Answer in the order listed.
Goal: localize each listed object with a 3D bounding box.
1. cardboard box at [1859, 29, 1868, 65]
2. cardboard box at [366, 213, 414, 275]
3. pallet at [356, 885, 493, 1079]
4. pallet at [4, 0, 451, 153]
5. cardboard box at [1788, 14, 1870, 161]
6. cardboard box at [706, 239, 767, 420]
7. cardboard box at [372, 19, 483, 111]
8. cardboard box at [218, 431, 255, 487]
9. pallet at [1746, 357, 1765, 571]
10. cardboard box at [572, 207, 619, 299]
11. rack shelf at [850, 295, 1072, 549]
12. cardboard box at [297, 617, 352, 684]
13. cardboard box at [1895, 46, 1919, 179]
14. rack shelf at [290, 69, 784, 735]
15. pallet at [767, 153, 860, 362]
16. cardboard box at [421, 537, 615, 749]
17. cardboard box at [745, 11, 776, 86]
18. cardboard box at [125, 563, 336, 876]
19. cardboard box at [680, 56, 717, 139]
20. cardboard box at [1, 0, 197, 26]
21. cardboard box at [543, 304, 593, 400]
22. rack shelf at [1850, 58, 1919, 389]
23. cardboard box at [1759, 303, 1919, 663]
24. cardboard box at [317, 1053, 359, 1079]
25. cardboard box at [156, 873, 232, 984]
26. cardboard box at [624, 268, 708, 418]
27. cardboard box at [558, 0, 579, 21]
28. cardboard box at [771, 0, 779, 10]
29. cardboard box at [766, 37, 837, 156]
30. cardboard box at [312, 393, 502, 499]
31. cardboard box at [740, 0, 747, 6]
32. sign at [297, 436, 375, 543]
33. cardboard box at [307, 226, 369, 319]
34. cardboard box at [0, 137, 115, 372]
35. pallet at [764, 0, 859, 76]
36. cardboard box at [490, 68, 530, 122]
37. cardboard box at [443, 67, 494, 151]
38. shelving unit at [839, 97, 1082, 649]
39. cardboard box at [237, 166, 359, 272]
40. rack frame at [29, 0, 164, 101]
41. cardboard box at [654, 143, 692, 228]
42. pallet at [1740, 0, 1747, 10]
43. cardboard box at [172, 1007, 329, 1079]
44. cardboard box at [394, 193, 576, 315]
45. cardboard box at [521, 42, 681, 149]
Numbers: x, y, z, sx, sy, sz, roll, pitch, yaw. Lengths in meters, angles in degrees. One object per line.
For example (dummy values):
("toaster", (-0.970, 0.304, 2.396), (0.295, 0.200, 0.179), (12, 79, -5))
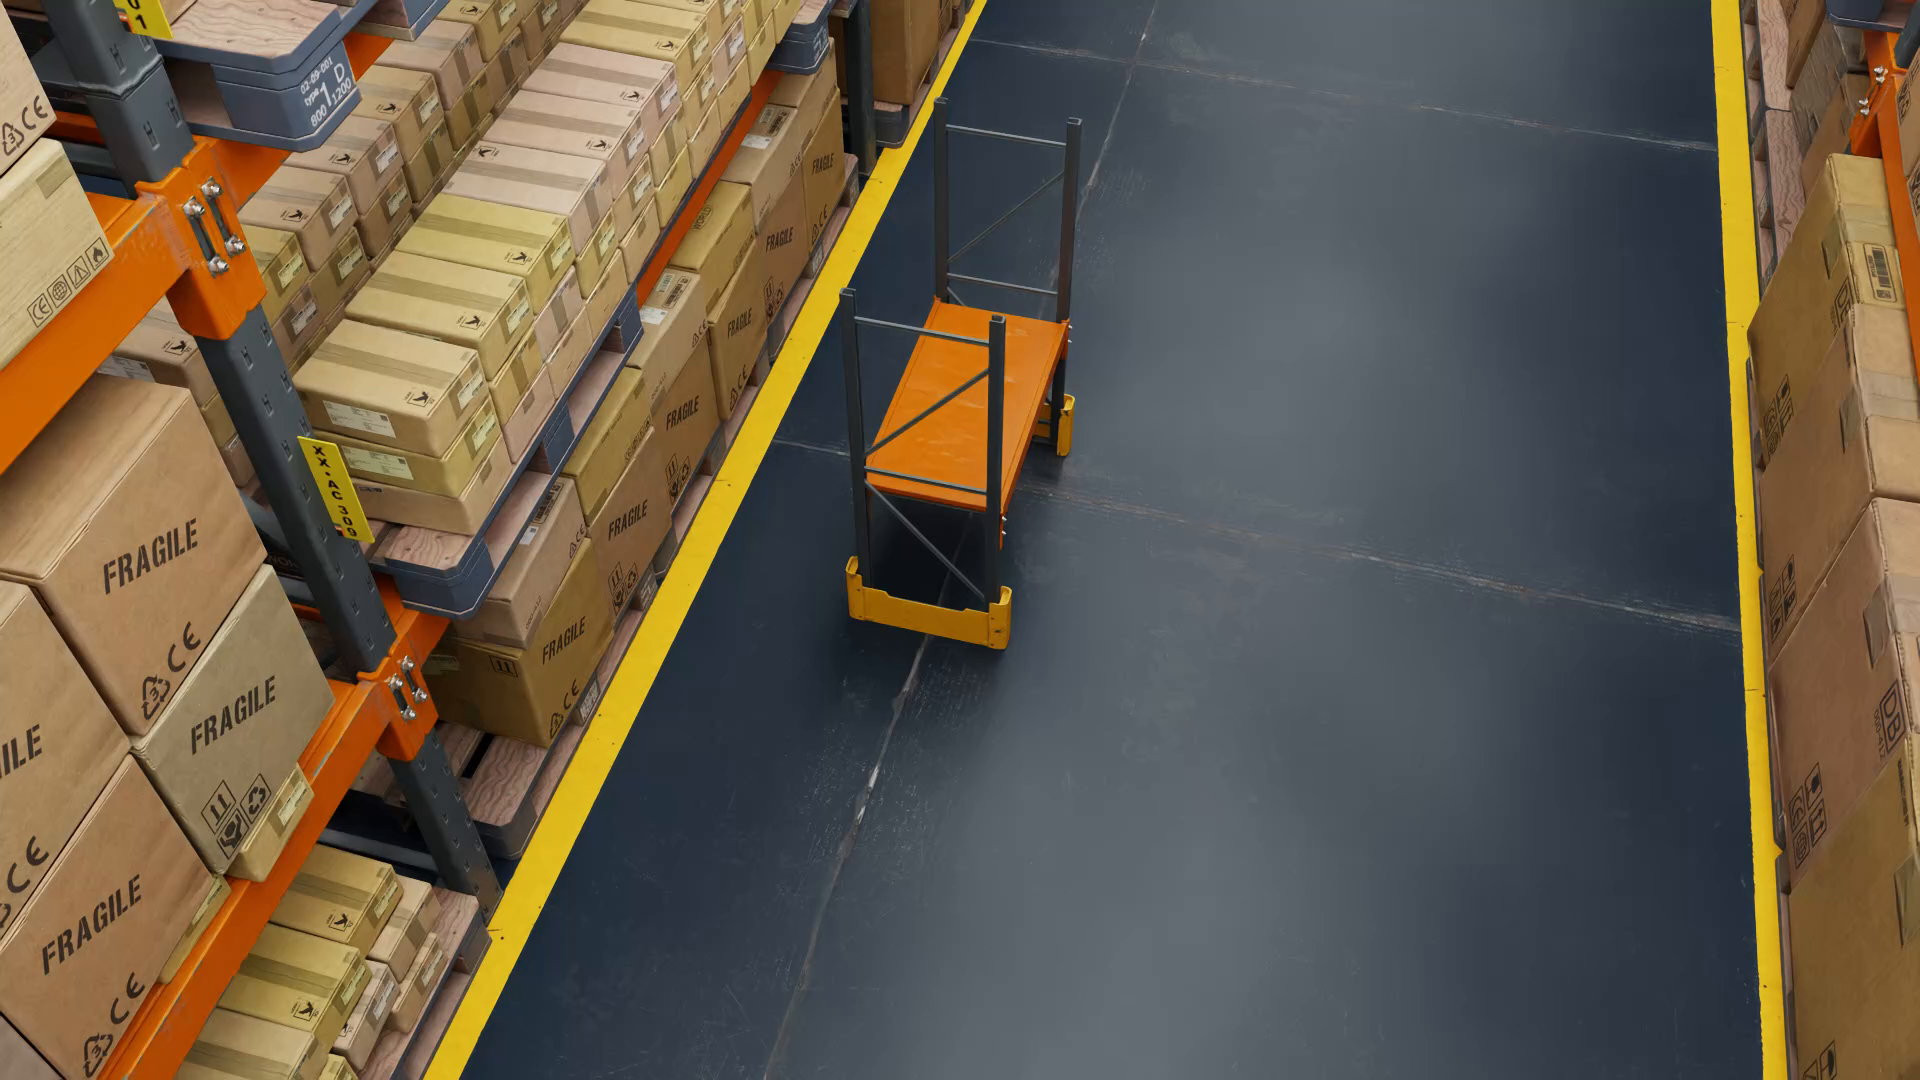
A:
("cardboard box", (4.149, -2.210, 7.073), (0.500, 0.250, 0.500), (17, 51, 14))
("cardboard box", (-1.825, -0.857, 4.893), (0.380, 0.149, 0.250), (9, 49, 8))
("pallet", (-2.083, 1.490, 4.794), (1.003, 0.211, 1.213), (12, 50, 10))
("pallet", (-1.675, -1.282, 3.505), (1.213, 0.211, 1.003), (12, 50, 10))
("cardboard box", (4.162, -1.978, 7.369), (0.700, 0.500, 0.500), (8, 49, 7))
("cardboard box", (-1.072, -0.843, 6.380), (0.500, 0.500, 0.500), (10, 49, 8))
("cardboard box", (-1.679, -1.450, 5.020), (0.380, 0.149, 0.250), (10, 49, 8))
("cardboard box", (-2.026, -0.308, 4.409), (0.380, 0.149, 0.250), (11, 49, 9))
("pallet", (3.591, -0.289, 6.364), (1.003, 0.211, 1.213), (12, 50, 10))
("cardboard box", (-1.191, -0.837, 4.677), (0.380, 0.149, 0.250), (10, 49, 8))
("rack shelf", (0.022, -0.439, 5.877), (0.538, 0.185, 1.000), (12, 50, 10))
("cardboard box", (-1.988, 0.177, 5.480), (0.500, 0.500, 0.500), (11, 49, 9))
("cardboard box", (3.481, -1.502, 5.509), (0.500, 0.500, 0.500), (13, 50, 11))
("rack shelf", (-1.414, -1.134, 5.730), (1.077, 0.370, 4.000), (12, 50, 10))
("pallet", (-1.094, -1.331, 7.284), (1.003, 0.211, 1.213), (12, 50, 10))
("cardboard box", (-1.490, 0.280, 5.389), (0.500, 0.500, 0.500), (13, 50, 11))
("cardboard box", (-0.846, -1.687, 5.626), (0.380, 0.149, 0.250), (10, 49, 8))
("cardboard box", (-1.795, 0.348, 3.677), (0.500, 0.500, 0.500), (12, 50, 10))
("cardboard box", (-0.983, -1.406, 5.179), (0.380, 0.149, 0.250), (11, 49, 9))
("cardboard box", (-1.734, -1.343, 3.087), (0.700, 0.500, 0.500), (12, 50, 10))
("cardboard box", (-1.256, -0.558, 4.629), (0.380, 0.149, 0.250), (12, 50, 10))
("rack shelf", (3.345, -0.083, 4.802), (1.077, 0.370, 4.000), (12, 50, 10))
("cardboard box", (3.428, -0.065, 5.444), (1.225, 0.875, 0.875), (12, 50, 10))
("cardboard box", (-1.829, 1.466, 4.378), (0.380, 0.149, 0.250), (10, 49, 9))
("cardboard box", (-1.880, 0.799, 3.711), (0.380, 0.149, 0.250), (13, 50, 12))
("cardboard box", (-1.214, -0.722, 5.773), (0.500, 0.250, 0.500), (13, 50, 11))
("cardboard box", (-1.477, -1.910, 5.625), (0.380, 0.149, 0.250), (12, 50, 10))
("cardboard box", (-0.780, -1.961, 5.669), (0.380, 0.149, 0.250), (12, 50, 10))
("cardboard box", (-0.814, -1.833, 6.754), (0.500, 0.250, 0.500), (11, 49, 9))
("cardboard box", (-1.393, -0.274, 4.180), (0.380, 0.149, 0.250), (12, 50, 11))
("cardboard box", (-0.847, -1.889, 5.407), (0.380, 0.149, 0.250), (12, 50, 10))
("sign", (-1.414, -0.111, 3.770), (0.100, 0.325, 0.005), (12, 50, 10))
("cardboard box", (-1.889, -0.776, 4.624), (0.380, 0.149, 0.250), (14, 50, 12))
("cardboard box", (-1.809, -0.460, 2.755), (0.500, 0.250, 0.500), (13, 50, 11))
("pallet", (-0.972, -2.219, 6.336), (1.213, 0.211, 1.003), (12, 50, 10))
("cardboard box", (-1.617, -1.444, 5.411), (0.380, 0.149, 0.250), (10, 49, 9))
("cardboard box", (-1.682, -1.361, 5.140), (0.380, 0.149, 0.250), (12, 50, 10))
("shelving unit", (0.020, -0.551, 5.736), (0.587, 1.500, 1.083), (12, 50, 10))
("cardboard box", (-1.883, -0.888, 4.524), (0.380, 0.149, 0.250), (10, 49, 9))
("rack frame", (-1.940, -1.911, 1.935), (1.000, 3.000, 0.127), (12, 50, 10))
("cardboard box", (-1.054, -1.121, 5.127), (0.380, 0.149, 0.250), (11, 49, 9))
("pallet", (4.721, -3.174, 8.911), (1.003, 0.211, 1.213), (12, 50, 10))
("cardboard box", (-1.870, 1.365, 4.270), (0.380, 0.149, 0.250), (11, 50, 10))
("cardboard box", (-1.255, -0.760, 4.411), (0.380, 0.149, 0.250), (12, 50, 10))
("cardboard box", (-1.053, -1.308, 4.894), (0.380, 0.149, 0.250), (13, 50, 11))
